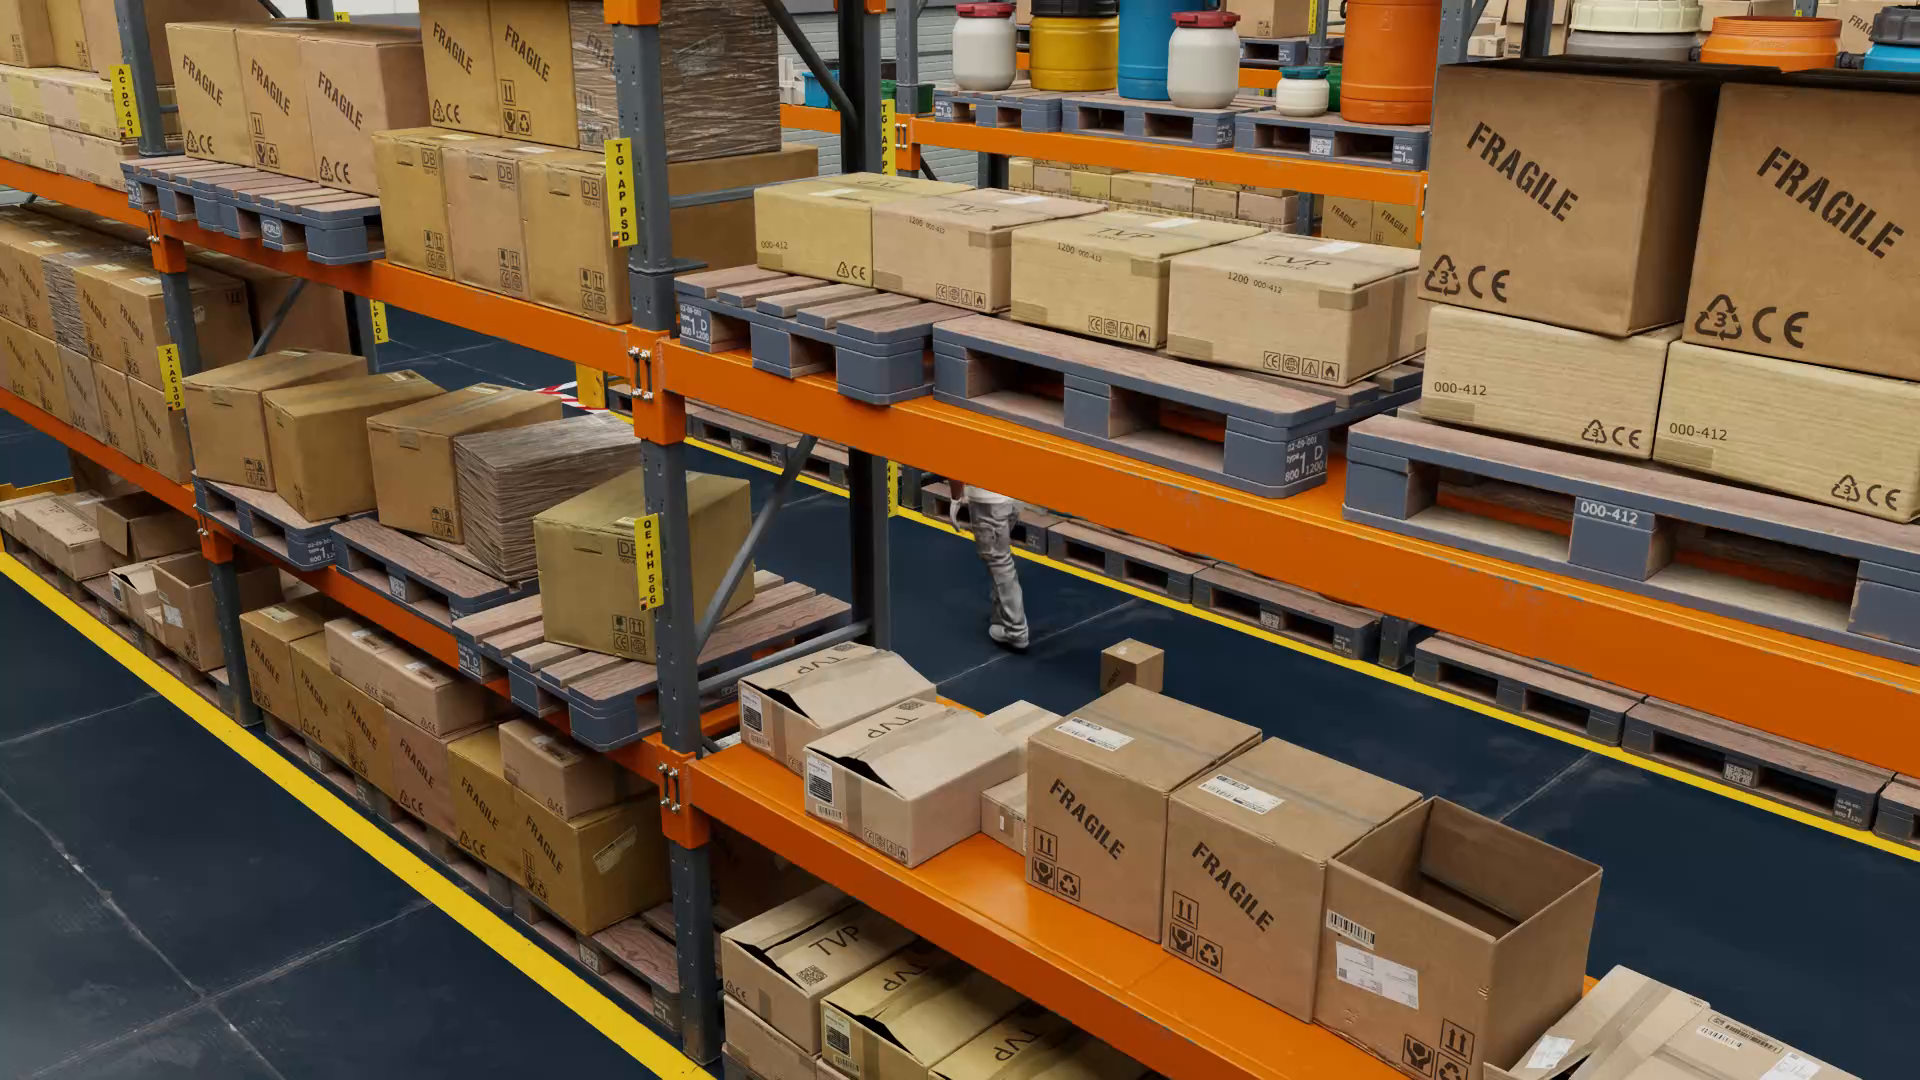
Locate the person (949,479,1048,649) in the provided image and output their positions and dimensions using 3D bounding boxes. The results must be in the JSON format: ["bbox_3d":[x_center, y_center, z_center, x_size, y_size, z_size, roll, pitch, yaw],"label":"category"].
[{"bbox_3d":[0.216,-0.237,9.682,0.592,1.794,0.537,-17,26,-38],"label":"person"}]
